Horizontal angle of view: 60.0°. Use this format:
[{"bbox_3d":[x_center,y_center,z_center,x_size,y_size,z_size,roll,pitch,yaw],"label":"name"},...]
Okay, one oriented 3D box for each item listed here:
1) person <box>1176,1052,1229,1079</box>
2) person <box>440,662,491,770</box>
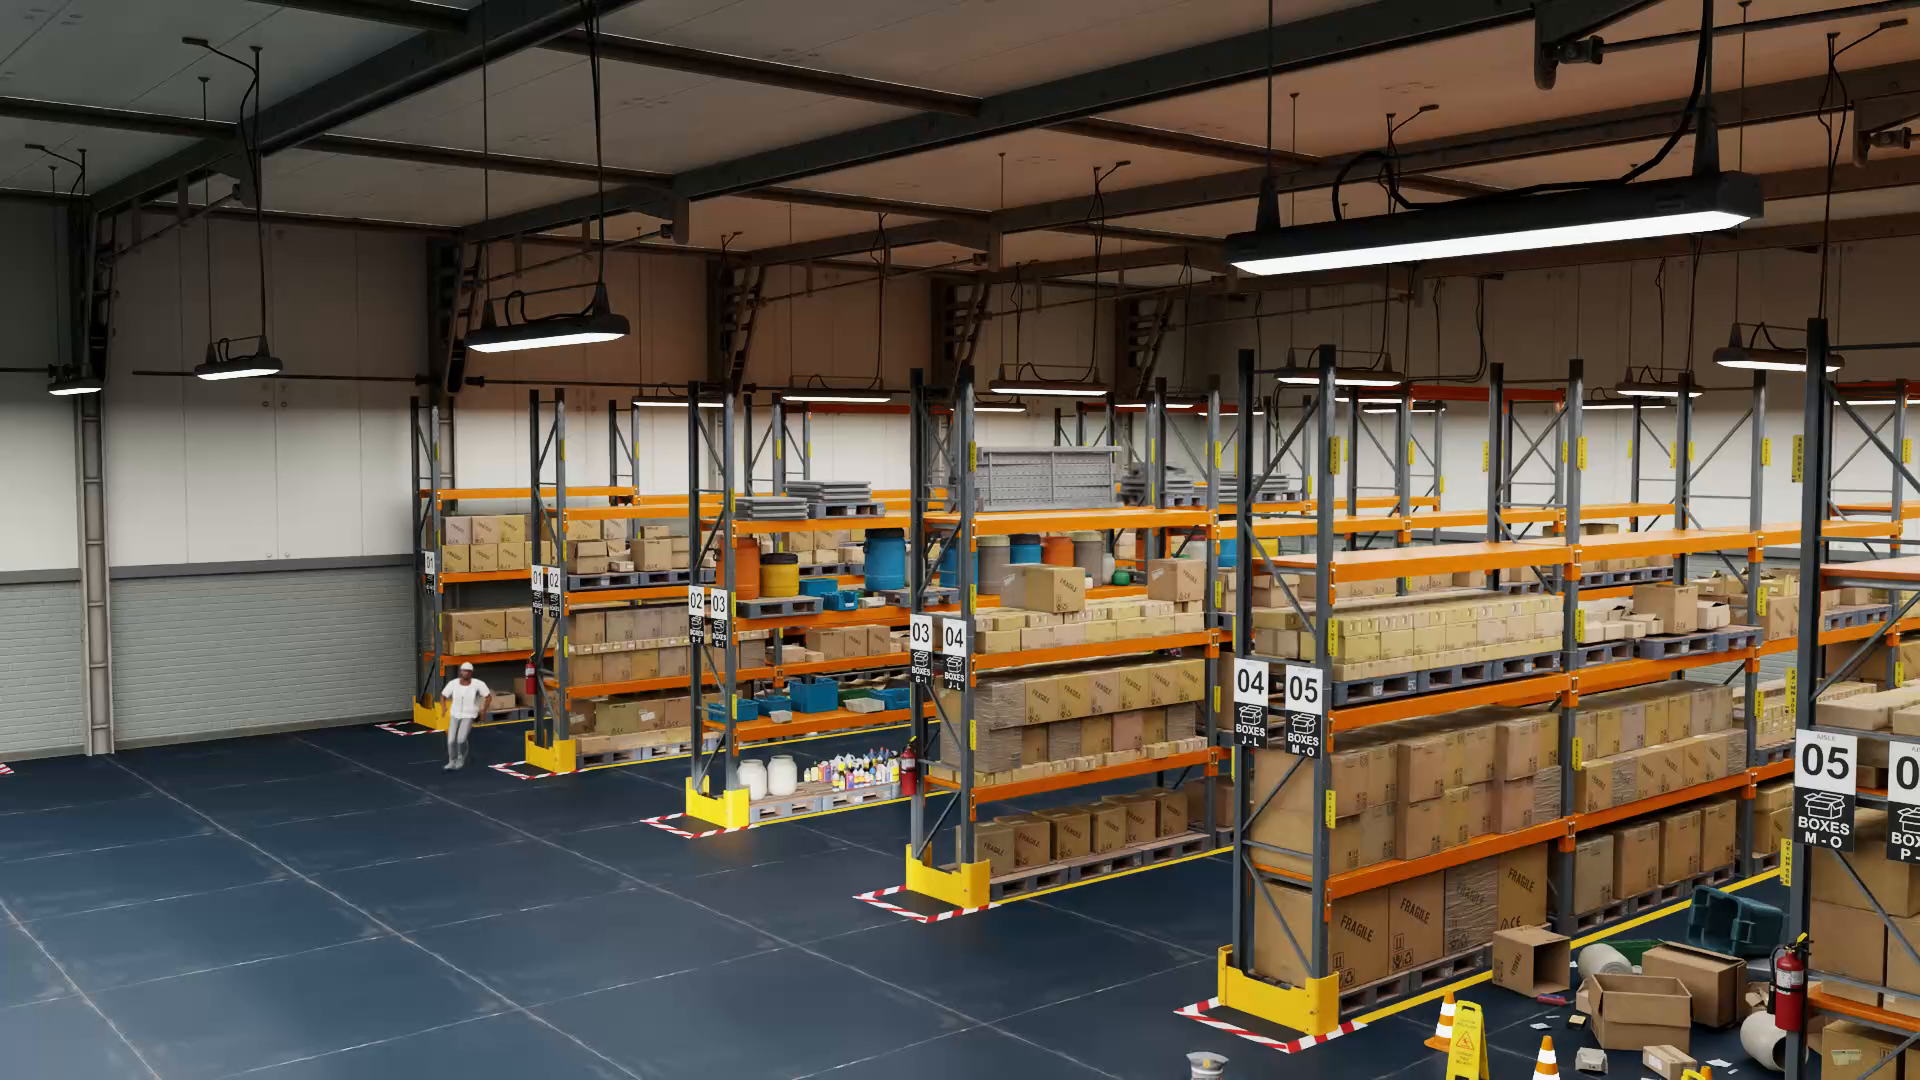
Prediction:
[{"bbox_3d":[1.498,3.766,9.896,0.676,1.719,0.967,1,3,10],"label":"person"},{"bbox_3d":[-7.792,2.763,26.085,0.765,1.699,0.563,0,3,0],"label":"person"}]
